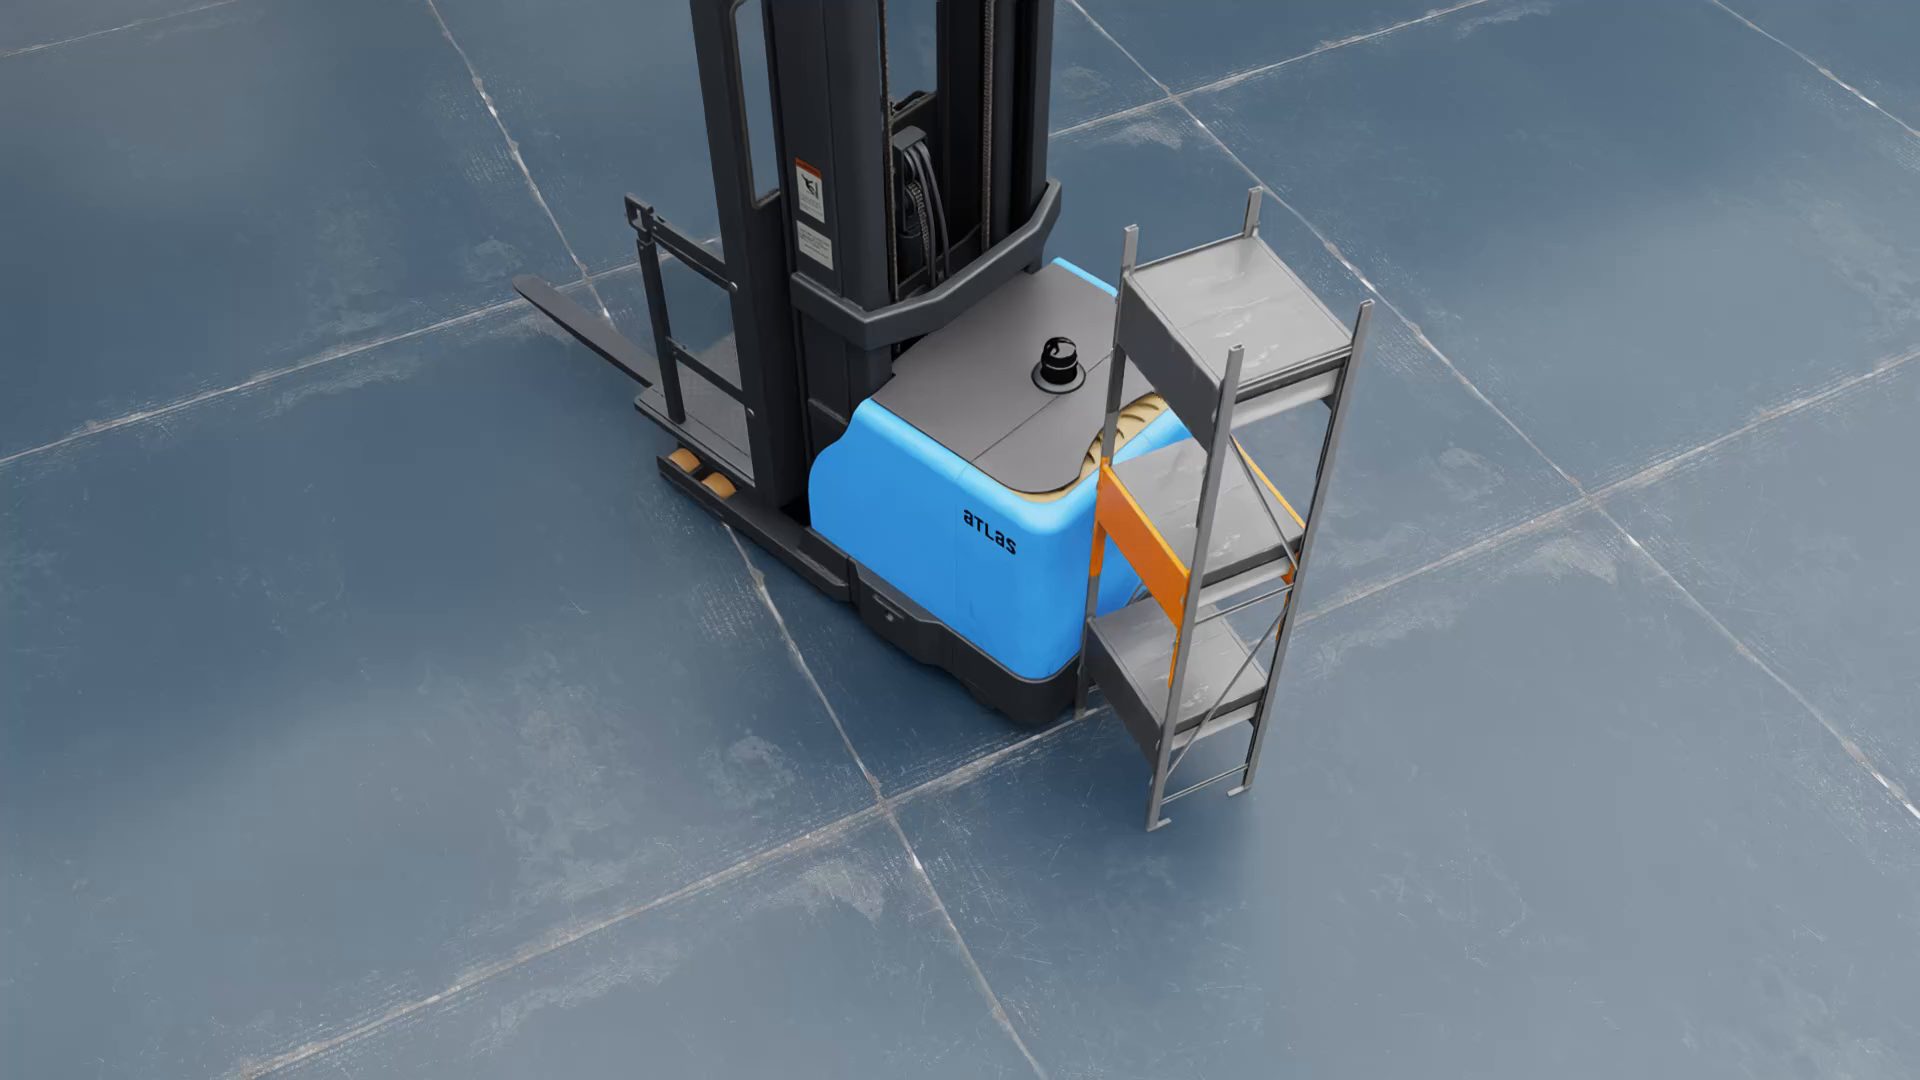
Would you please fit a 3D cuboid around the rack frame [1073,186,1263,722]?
[{"bbox_3d":[0.582,-0.141,4.976,0.400,2.100,0.015,-20,52,-17],"label":"rack frame"}]

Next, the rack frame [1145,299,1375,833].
[{"bbox_3d":[0.796,0.189,4.687,0.400,2.100,0.015,-20,52,-17],"label":"rack frame"}]

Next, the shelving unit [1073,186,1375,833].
[{"bbox_3d":[0.689,0.024,4.831,0.431,2.100,0.503,-20,52,-17],"label":"shelving unit"}]

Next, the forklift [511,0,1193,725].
[{"bbox_3d":[-0.518,-1.318,5.455,3.031,2.935,1.130,34,57,26],"label":"forklift"}]

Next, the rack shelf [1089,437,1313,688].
[{"bbox_3d":[0.689,0.033,4.841,0.431,0.518,0.480,-20,52,-17],"label":"rack shelf"}]

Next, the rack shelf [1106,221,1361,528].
[{"bbox_3d":[0.695,-0.430,4.316,0.431,0.518,0.480,-20,52,-17],"label":"rack shelf"}]

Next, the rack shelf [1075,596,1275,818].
[{"bbox_3d":[0.683,0.496,5.366,0.431,0.518,0.480,-20,52,-17],"label":"rack shelf"}]
